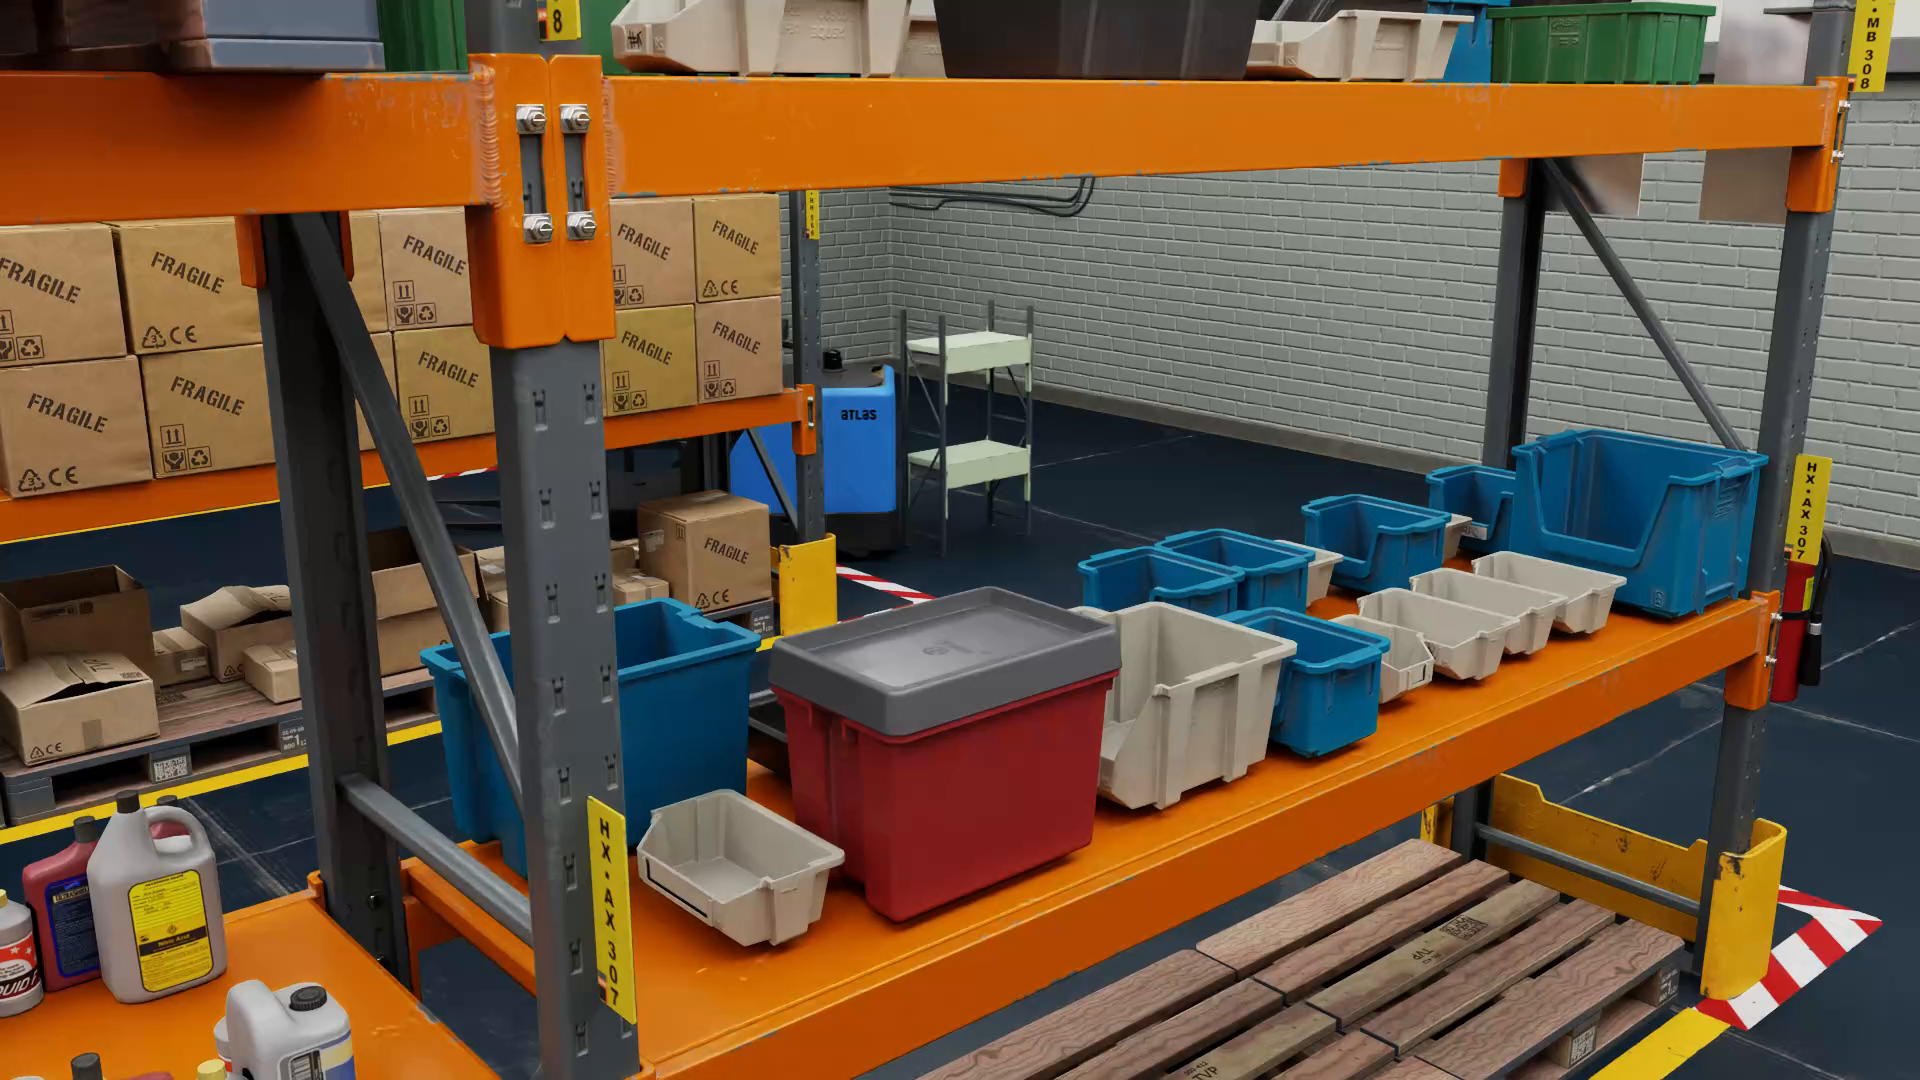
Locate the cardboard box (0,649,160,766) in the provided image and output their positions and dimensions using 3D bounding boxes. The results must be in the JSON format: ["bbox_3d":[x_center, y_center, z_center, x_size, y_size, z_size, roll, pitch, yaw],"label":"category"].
[{"bbox_3d":[-3.652,0.654,6.848,0.500,0.311,0.500,-13,19,-39],"label":"cardboard box"}]

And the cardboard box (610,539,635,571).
[{"bbox_3d":[-2.067,0.156,8.829,0.500,0.250,0.500,-13,19,-39],"label":"cardboard box"}]

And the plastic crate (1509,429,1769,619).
[{"bbox_3d":[2.025,-0.070,5.013,0.499,0.435,0.616,-13,19,-39],"label":"plastic crate"}]

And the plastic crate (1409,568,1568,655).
[{"bbox_3d":[1.431,0.202,4.578,0.243,0.136,0.396,-13,19,-39],"label":"plastic crate"}]

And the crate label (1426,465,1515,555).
[{"bbox_3d":[1.753,-0.087,5.471,0.303,0.233,0.416,-13,19,-39],"label":"crate label"}]

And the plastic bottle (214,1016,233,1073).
[{"bbox_3d":[-1.043,0.766,2.456,0.097,0.201,0.097,0,15,0],"label":"plastic bottle"}]

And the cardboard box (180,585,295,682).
[{"bbox_3d":[-3.302,0.404,7.783,0.500,0.311,0.500,-13,19,-39],"label":"cardboard box"}]

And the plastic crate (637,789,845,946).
[{"bbox_3d":[-0.417,0.608,3.054,0.243,0.136,0.396,-13,19,-39],"label":"plastic crate"}]

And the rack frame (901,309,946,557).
[{"bbox_3d":[-0.227,-0.662,10.323,0.023,1.500,0.400,-13,20,-40],"label":"rack frame"}]

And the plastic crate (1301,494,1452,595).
[{"bbox_3d":[1.256,0.025,5.054,0.300,0.233,0.416,-13,19,-39],"label":"plastic crate"}]

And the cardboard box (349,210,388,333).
[{"bbox_3d":[-2.794,-1.135,7.055,0.500,0.500,0.500,-13,20,-41],"label":"cardboard box"}]

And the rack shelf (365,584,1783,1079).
[{"bbox_3d":[0.647,0.570,4.198,4.000,0.370,1.077,-13,19,-39],"label":"rack shelf"}]

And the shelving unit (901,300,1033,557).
[{"bbox_3d":[0.047,-0.725,10.557,0.755,1.500,0.431,-13,20,-40],"label":"shelving unit"}]

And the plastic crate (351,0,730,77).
[{"bbox_3d":[-0.741,-0.916,2.966,0.662,0.188,0.450,-13,19,-39],"label":"plastic crate"}]

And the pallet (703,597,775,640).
[{"bbox_3d":[-1.752,0.414,8.792,1.213,0.211,1.003,-13,19,-39],"label":"pallet"}]

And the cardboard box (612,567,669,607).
[{"bbox_3d":[-1.707,0.266,8.580,0.250,0.166,0.380,-13,19,-39],"label":"cardboard box"}]

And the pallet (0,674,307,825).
[{"bbox_3d":[-3.592,0.827,7.244,1.213,0.211,1.003,-13,19,-39],"label":"pallet"}]

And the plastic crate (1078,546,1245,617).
[{"bbox_3d":[0.533,0.187,4.446,0.300,0.233,0.416,-13,19,-39],"label":"plastic crate"}]

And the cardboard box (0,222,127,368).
[{"bbox_3d":[-3.571,-0.960,6.401,0.500,0.500,0.500,-12,19,-38],"label":"cardboard box"}]

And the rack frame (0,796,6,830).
[{"bbox_3d":[-4.111,-0.404,6.450,0.127,3.000,1.000,-13,19,-39],"label":"rack frame"}]

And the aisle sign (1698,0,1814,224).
[{"bbox_3d":[2.402,-1.328,4.870,0.004,0.787,0.394,-13,19,-39],"label":"aisle sign"}]

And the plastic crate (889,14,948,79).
[{"bbox_3d":[-0.153,-1.050,3.568,0.466,0.136,0.293,-13,19,-39],"label":"plastic crate"}]

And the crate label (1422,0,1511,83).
[{"bbox_3d":[1.247,-1.401,4.656,0.502,0.251,0.408,-13,19,-39],"label":"crate label"}]

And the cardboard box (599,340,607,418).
[{"bbox_3d":[-2.022,-0.829,7.847,0.500,0.500,0.500,-12,19,-39],"label":"cardboard box"}]

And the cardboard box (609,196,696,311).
[{"bbox_3d":[-1.629,-1.398,8.041,0.500,0.500,0.500,-12,19,-38],"label":"cardboard box"}]

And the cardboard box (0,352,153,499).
[{"bbox_3d":[-3.548,-0.485,6.561,0.500,0.500,0.500,-12,19,-38],"label":"cardboard box"}]

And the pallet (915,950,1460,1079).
[{"bbox_3d":[0.588,1.568,4.469,1.213,0.211,1.003,-13,19,-39],"label":"pallet"}]

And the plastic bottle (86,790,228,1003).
[{"bbox_3d":[-1.371,0.588,2.831,0.185,0.351,0.144,-13,19,-39],"label":"plastic bottle"}]

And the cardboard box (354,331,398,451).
[{"bbox_3d":[-2.785,-0.657,7.204,0.500,0.500,0.500,-13,20,-40],"label":"cardboard box"}]

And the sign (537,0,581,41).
[{"bbox_3d":[-0.503,-0.785,2.047,0.005,0.325,0.100,-13,19,-39],"label":"sign"}]

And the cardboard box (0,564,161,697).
[{"bbox_3d":[-3.867,0.439,7.283,0.500,0.500,0.500,-13,19,-39],"label":"cardboard box"}]

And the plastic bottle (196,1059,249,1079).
[{"bbox_3d":[-1.017,0.812,2.284,0.097,0.201,0.097,0,15,0],"label":"plastic bottle"}]

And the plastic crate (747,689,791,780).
[{"bbox_3d":[-0.194,0.423,3.770,0.590,0.125,0.437,-13,19,-39],"label":"plastic crate"}]

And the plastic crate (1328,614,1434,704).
[{"bbox_3d":[1.026,0.307,4.182,0.250,0.136,0.298,-13,19,-39],"label":"plastic crate"}]

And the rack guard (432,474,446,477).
[{"bbox_3d":[-4.330,-0.842,12.932,0.348,0.500,1.175,-13,19,-39],"label":"rack guard"}]

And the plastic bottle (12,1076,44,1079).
[{"bbox_3d":[-1.223,0.813,2.136,0.135,0.276,0.152,-13,19,-39],"label":"plastic bottle"}]

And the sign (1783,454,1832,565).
[{"bbox_3d":[2.529,-0.091,4.962,0.005,0.325,0.100,-13,19,-39],"label":"sign"}]

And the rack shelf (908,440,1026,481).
[{"bbox_3d":[0.047,-0.504,10.615,0.686,0.124,0.368,-13,20,-40],"label":"rack shelf"}]

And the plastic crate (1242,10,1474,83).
[{"bbox_3d":[0.759,-1.040,3.529,0.530,0.136,0.437,-13,19,-39],"label":"plastic crate"}]

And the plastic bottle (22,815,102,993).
[{"bbox_3d":[-1.520,0.619,2.846,0.133,0.283,0.061,-13,19,-39],"label":"plastic bottle"}]

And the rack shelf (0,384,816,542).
[{"bbox_3d":[-2.602,-0.395,7.811,4.000,0.370,1.077,-13,19,-39],"label":"rack shelf"}]

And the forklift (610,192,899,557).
[{"bbox_3d":[-1.913,-1.400,10.313,3.031,2.935,1.130,-1,15,-2],"label":"forklift"}]
